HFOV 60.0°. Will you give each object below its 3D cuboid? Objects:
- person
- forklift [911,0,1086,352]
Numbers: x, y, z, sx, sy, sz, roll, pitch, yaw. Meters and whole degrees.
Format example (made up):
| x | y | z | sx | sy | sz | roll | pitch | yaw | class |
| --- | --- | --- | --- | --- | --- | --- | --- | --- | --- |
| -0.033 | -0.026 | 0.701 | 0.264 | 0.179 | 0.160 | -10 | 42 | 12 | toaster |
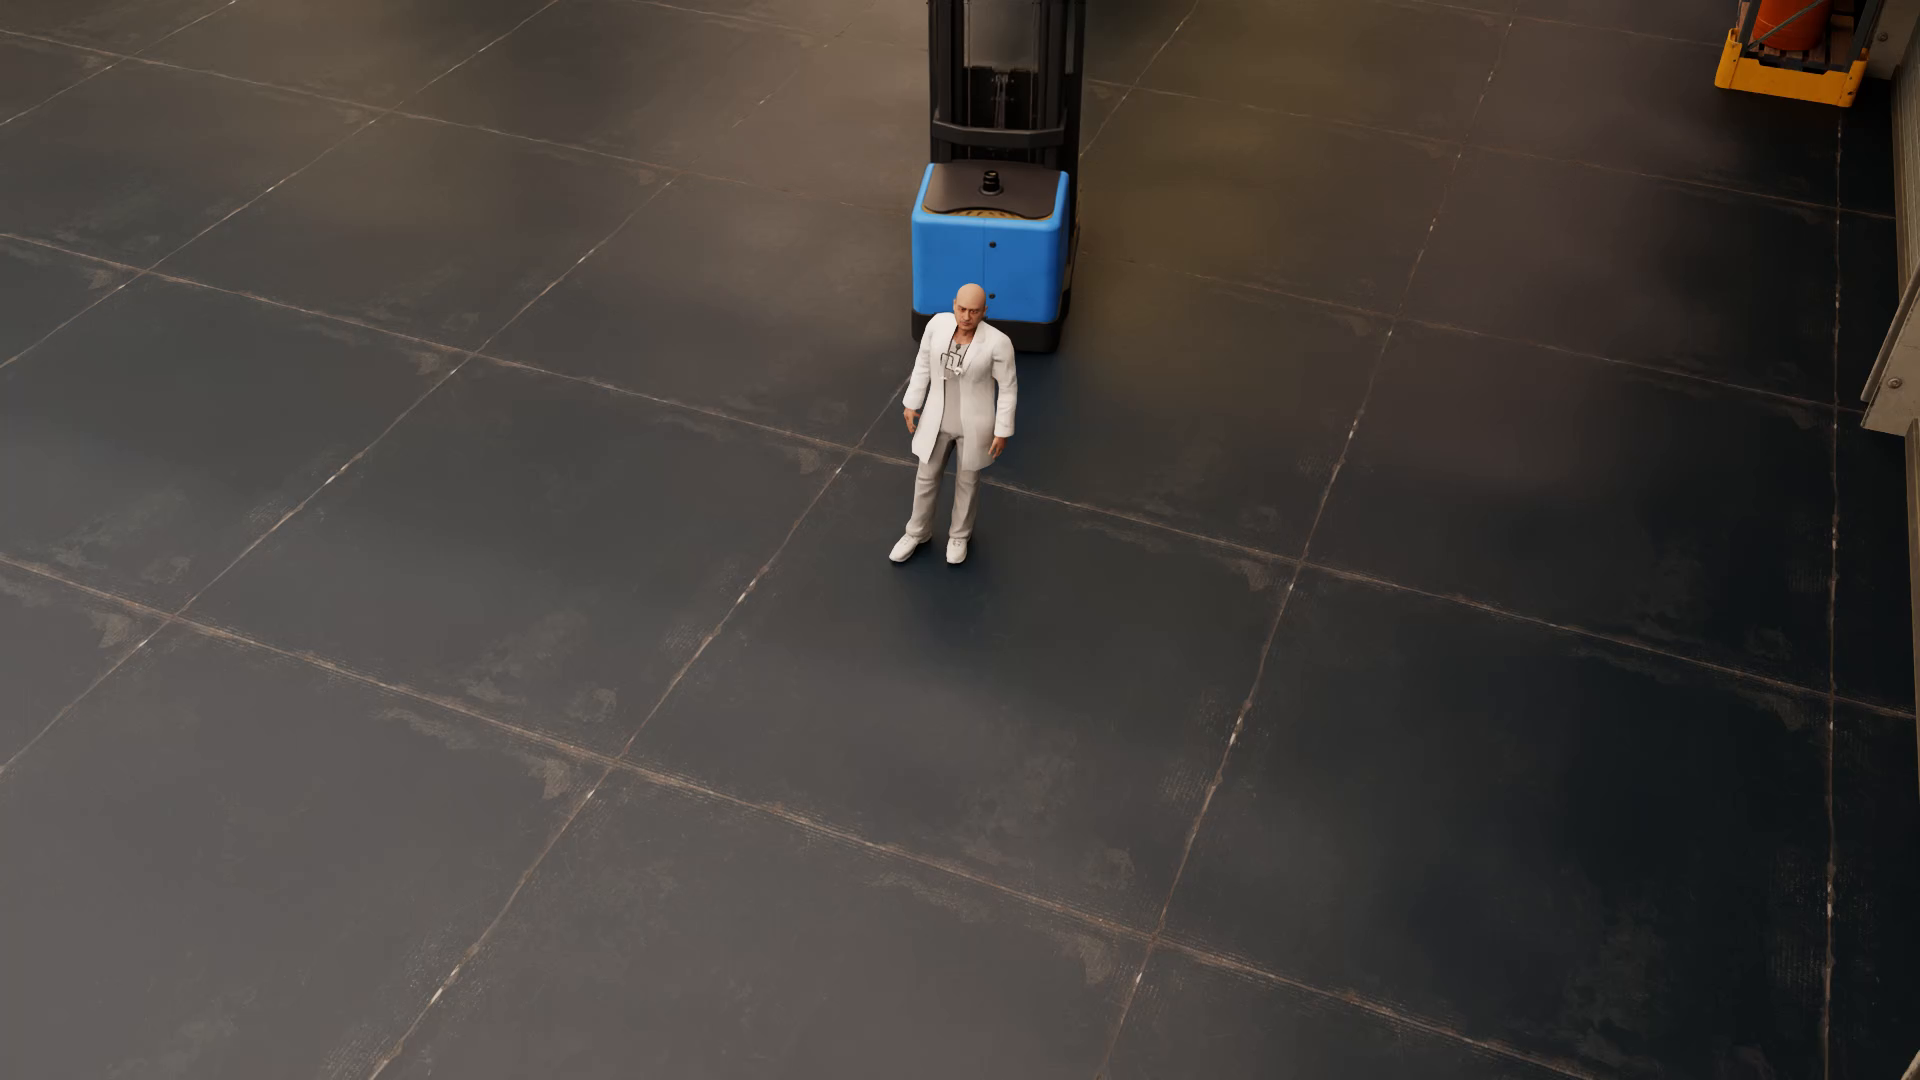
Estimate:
| x | y | z | sx | sy | sz | roll | pitch | yaw | class |
| --- | --- | --- | --- | --- | --- | --- | --- | --- | --- |
| -0.038 | -0.634 | 9.651 | 0.696 | 1.778 | 0.578 | 15 | 42 | 17 | person |
| 0.358 | -3.397 | 12.065 | 1.130 | 2.935 | 3.031 | 5 | 40 | 6 | forklift |
